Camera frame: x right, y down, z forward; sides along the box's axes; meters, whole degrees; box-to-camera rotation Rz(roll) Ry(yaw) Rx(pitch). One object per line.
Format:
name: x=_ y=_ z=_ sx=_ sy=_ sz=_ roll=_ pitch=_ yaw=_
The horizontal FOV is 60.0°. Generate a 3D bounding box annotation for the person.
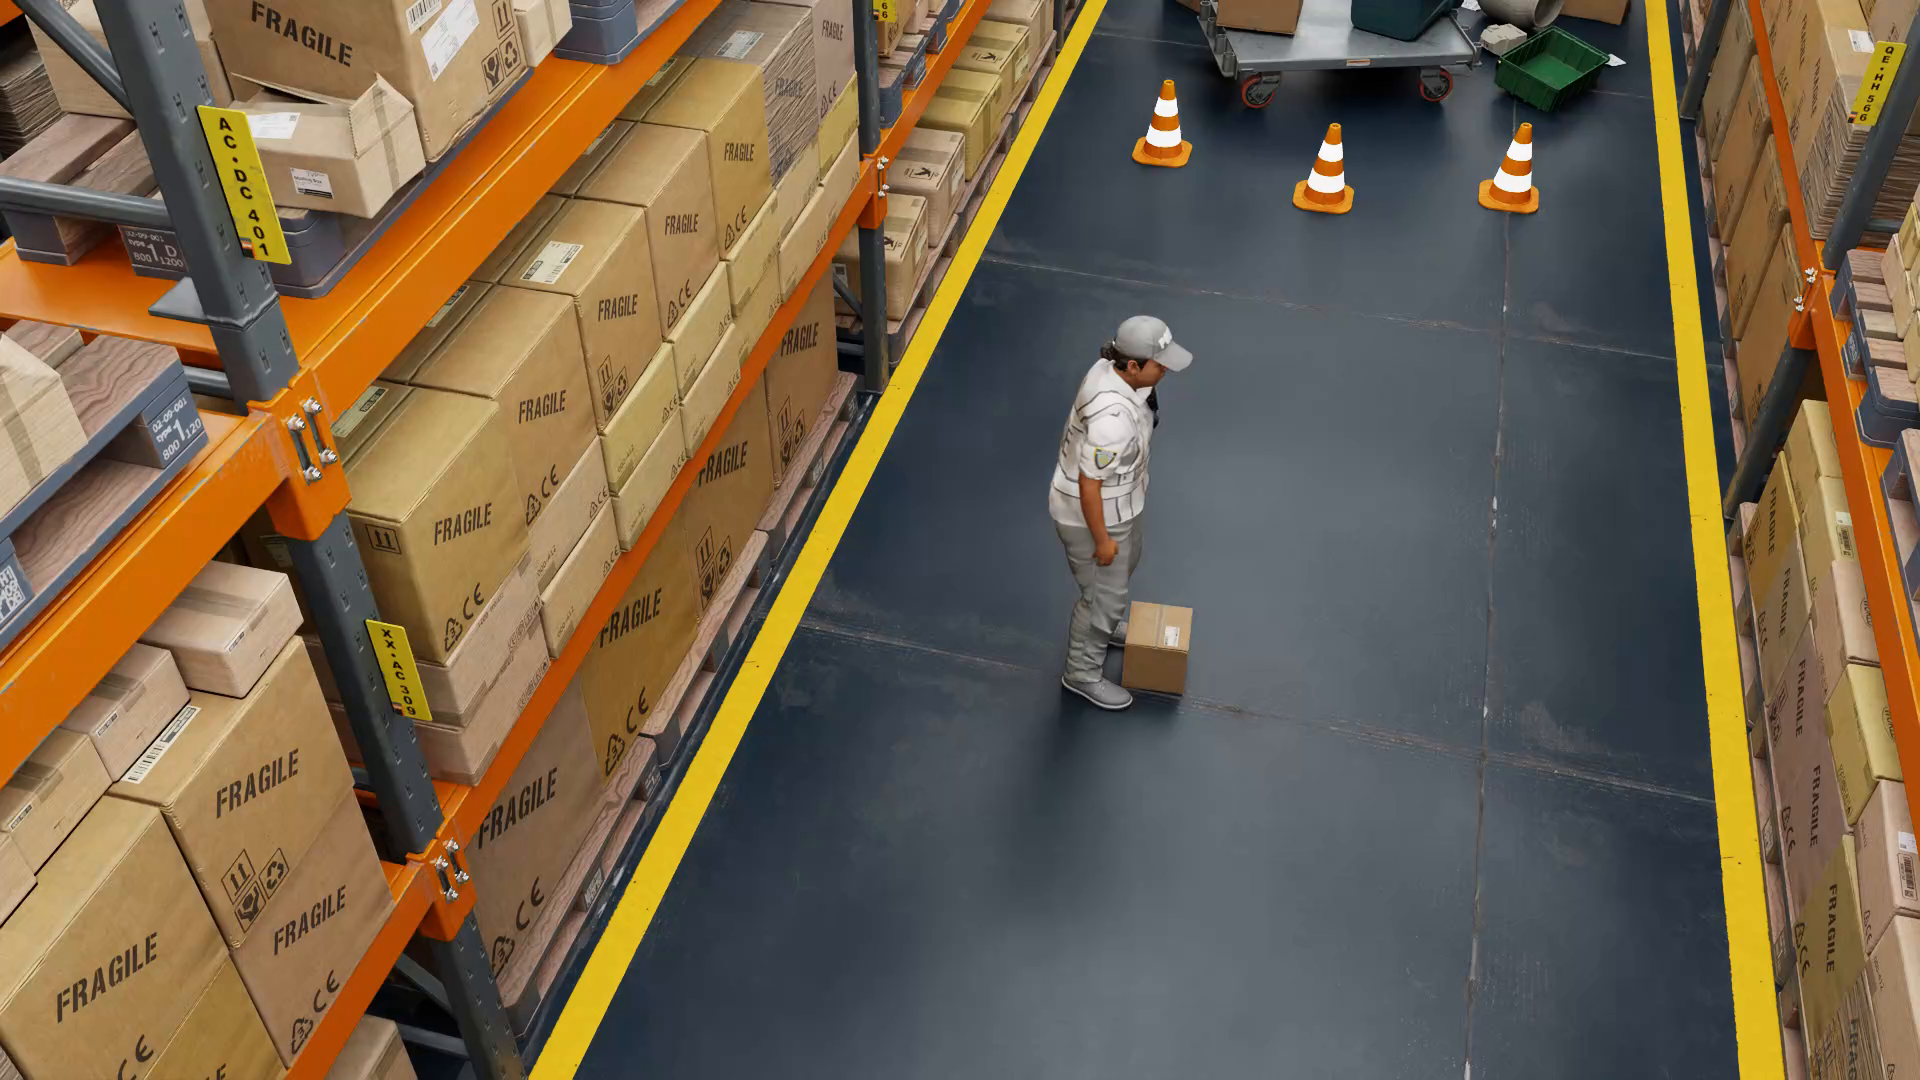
person: x=0.578 y=-0.129 z=6.300 sx=0.468 sy=1.665 sz=0.537 roll=10 pitch=42 yaw=11
